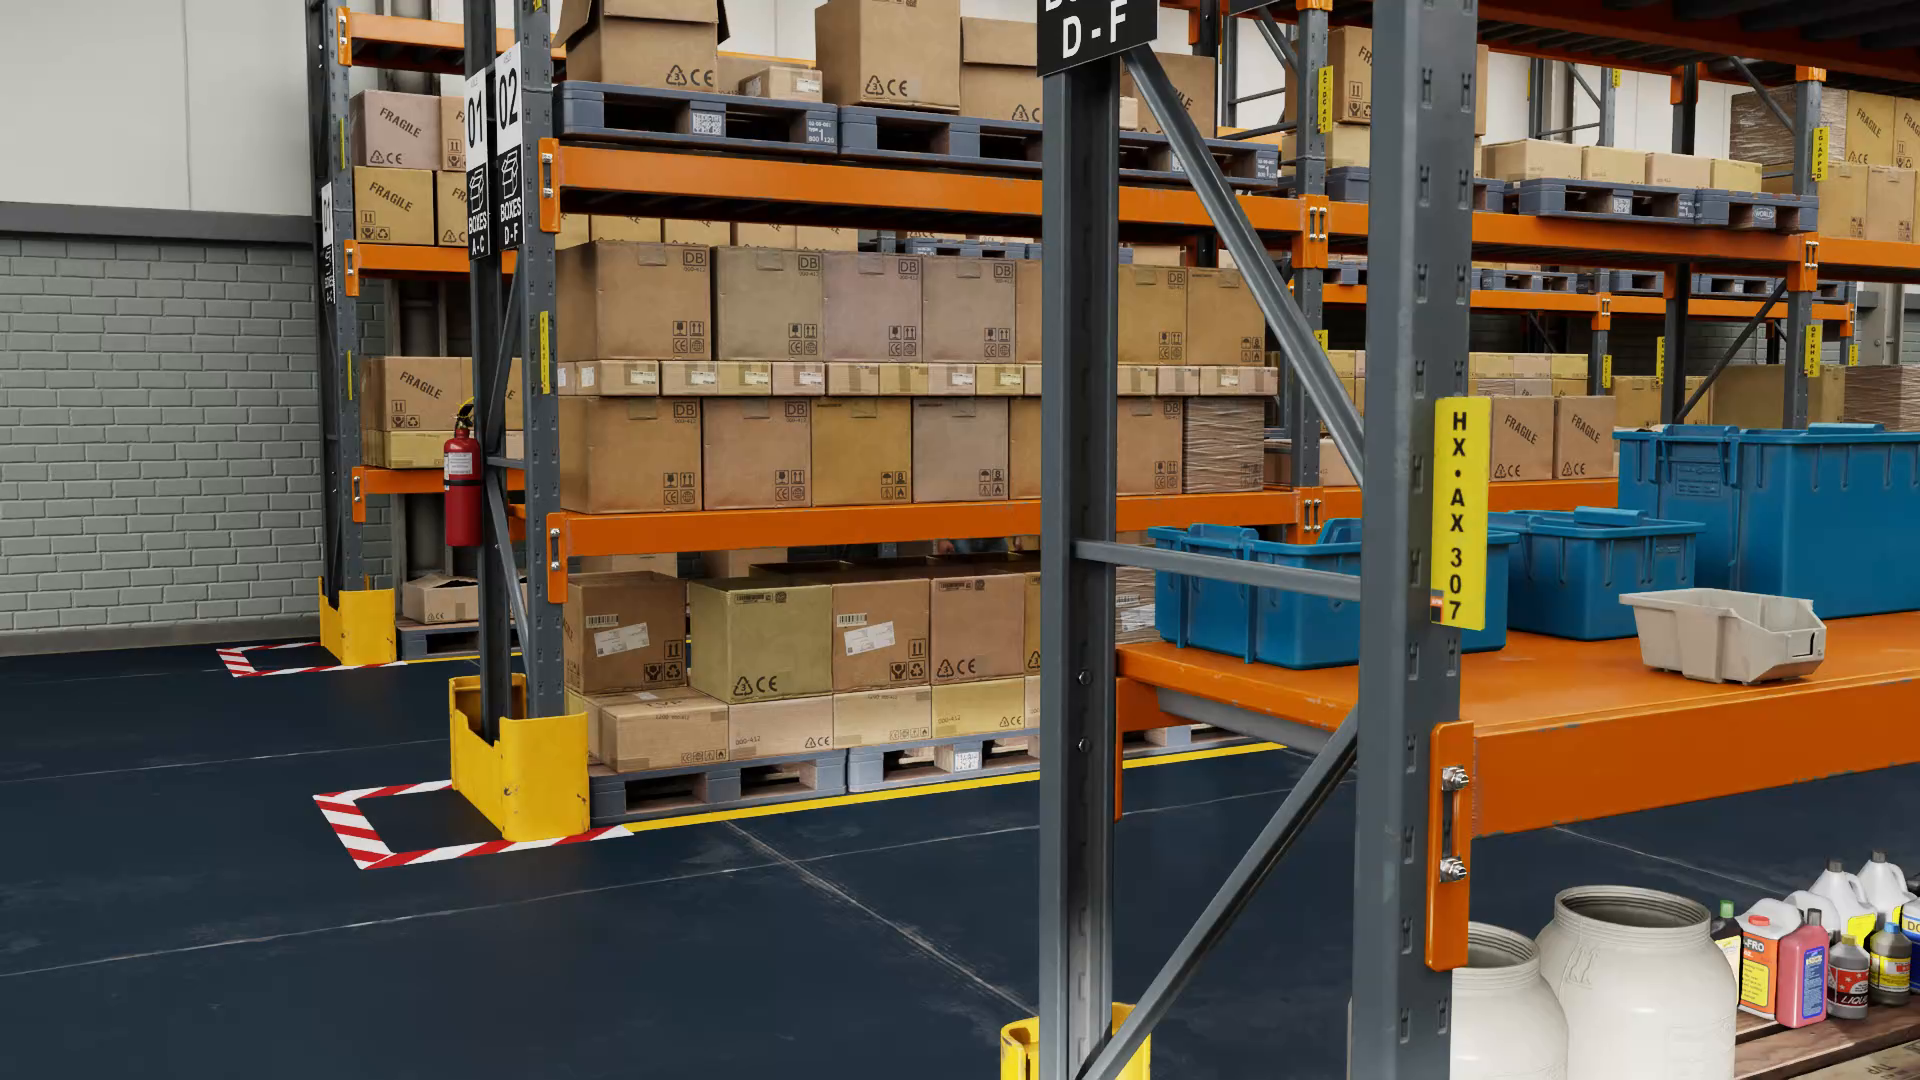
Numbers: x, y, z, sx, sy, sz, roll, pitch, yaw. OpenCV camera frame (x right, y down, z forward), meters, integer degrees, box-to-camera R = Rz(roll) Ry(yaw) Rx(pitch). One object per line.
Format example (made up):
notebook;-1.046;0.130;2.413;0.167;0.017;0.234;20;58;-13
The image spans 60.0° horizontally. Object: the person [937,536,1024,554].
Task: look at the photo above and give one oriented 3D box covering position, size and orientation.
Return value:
person;0.123;-0.001;10.663;0.627;1.761;0.456;-3;6;-28
